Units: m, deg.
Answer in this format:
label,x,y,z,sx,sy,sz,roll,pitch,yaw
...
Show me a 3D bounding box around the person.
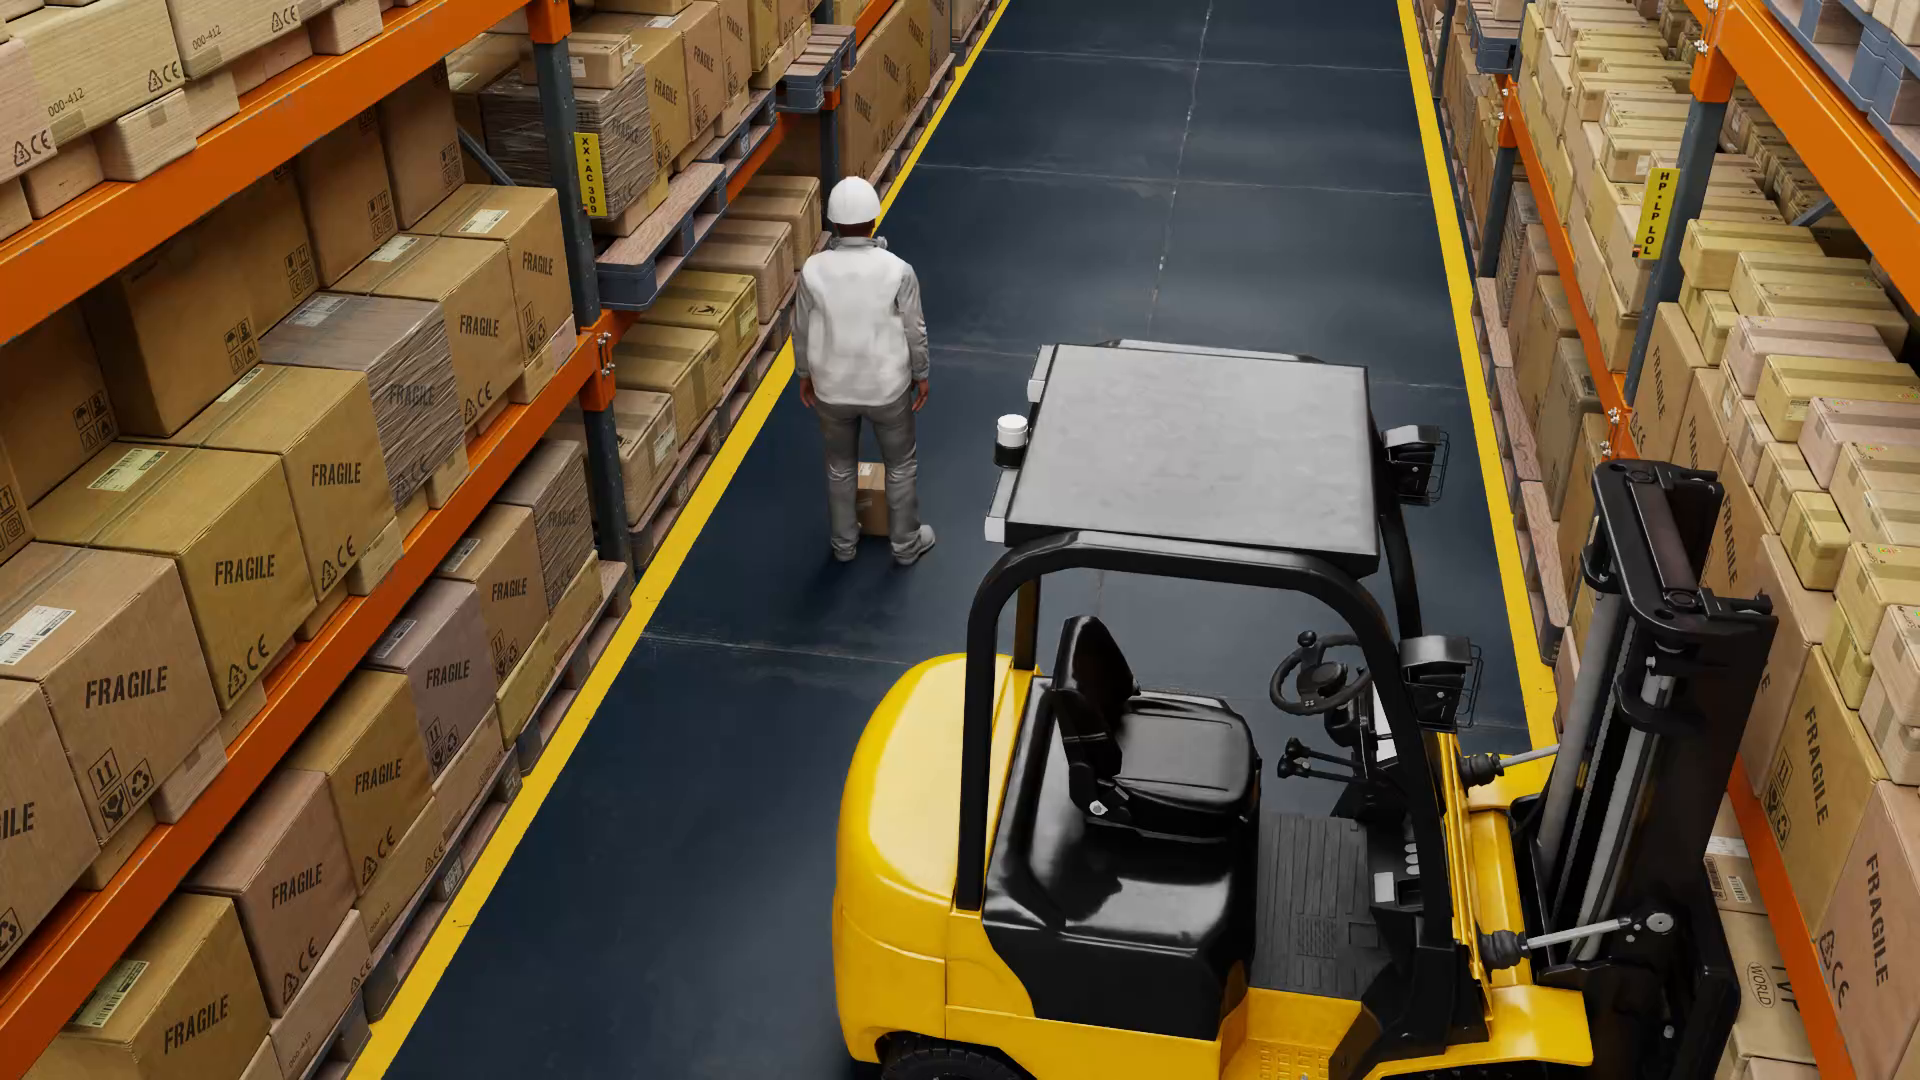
label,x,y,z,sx,sy,sz,roll,pitch,yaw
person,-0.421,-0.699,7.222,0.595,1.772,0.460,3,32,5
